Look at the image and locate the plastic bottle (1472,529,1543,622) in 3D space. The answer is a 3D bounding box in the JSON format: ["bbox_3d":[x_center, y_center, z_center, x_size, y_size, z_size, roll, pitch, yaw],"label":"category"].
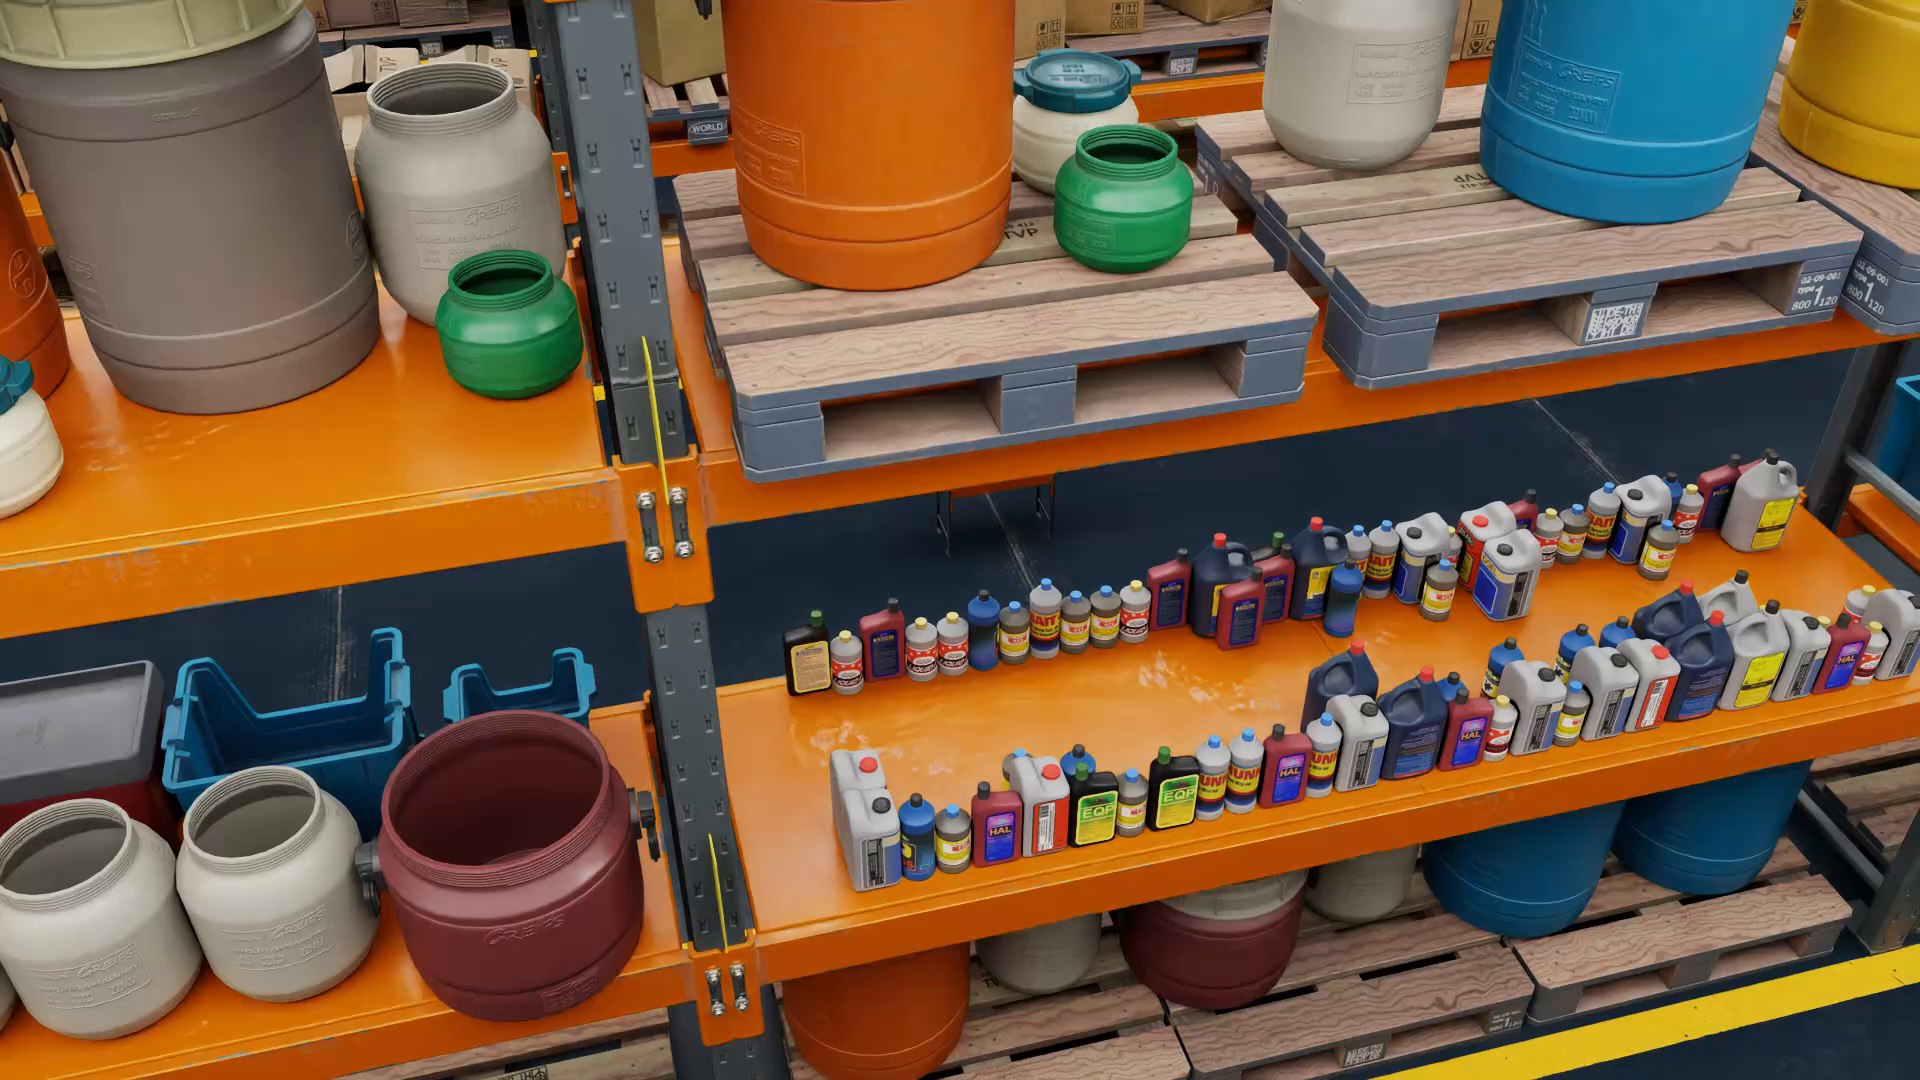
[{"bbox_3d":[1.727,0.103,5.249,0.135,0.276,0.152,-9,38,-12],"label":"plastic bottle"}]

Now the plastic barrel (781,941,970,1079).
[{"bbox_3d":[-0.267,1.209,5.141,0.708,0.830,0.600,-9,38,-12],"label":"plastic barrel"}]

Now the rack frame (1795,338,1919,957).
[{"bbox_3d":[3.127,-0.032,5.323,0.127,3.000,1.000,-9,38,-12],"label":"rack frame"}]

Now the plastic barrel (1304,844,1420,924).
[{"bbox_3d":[1.346,1.015,5.657,0.421,0.512,0.421,0,37,0],"label":"plastic barrel"}]

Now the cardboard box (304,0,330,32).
[{"bbox_3d":[-4.999,-4.138,12.386,0.500,0.500,0.700,-10,38,-12],"label":"cardboard box"}]

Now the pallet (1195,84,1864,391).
[{"bbox_3d":[1.302,-0.786,3.995,1.213,0.211,1.003,-9,38,-12],"label":"pallet"}]

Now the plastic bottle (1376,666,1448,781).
[{"bbox_3d":[1.262,0.500,4.669,0.185,0.351,0.144,-9,38,-12],"label":"plastic bottle"}]

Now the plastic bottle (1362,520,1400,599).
[{"bbox_3d":[1.344,0.055,5.316,0.097,0.271,0.097,0,37,0],"label":"plastic bottle"}]

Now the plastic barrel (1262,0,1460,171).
[{"bbox_3d":[0.938,-1.180,3.897,0.433,0.535,0.433,0,37,0],"label":"plastic barrel"}]

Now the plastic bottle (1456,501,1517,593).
[{"bbox_3d":[1.687,0.014,5.365,0.135,0.276,0.152,-9,38,-12],"label":"plastic bottle"}]

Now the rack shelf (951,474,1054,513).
[{"bbox_3d":[0.160,-0.292,7.581,0.480,0.148,0.258,-9,38,-12],"label":"rack shelf"}]

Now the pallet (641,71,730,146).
[{"bbox_3d":[-1.386,-2.377,8.546,1.003,0.211,1.213,-9,38,-12],"label":"pallet"}]

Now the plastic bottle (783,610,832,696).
[{"bbox_3d":[-0.455,0.334,4.941,0.133,0.283,0.061,-9,38,-12],"label":"plastic bottle"}]

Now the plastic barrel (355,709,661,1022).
[{"bbox_3d":[-1.103,0.799,4.125,0.708,0.536,0.600,-9,38,-12],"label":"plastic barrel"}]

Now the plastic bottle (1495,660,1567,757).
[{"bbox_3d":[1.638,0.465,4.775,0.135,0.276,0.152,-9,38,-12],"label":"plastic bottle"}]

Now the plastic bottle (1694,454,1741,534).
[{"bbox_3d":[2.533,-0.157,5.582,0.133,0.283,0.061,-9,38,-12],"label":"plastic bottle"}]

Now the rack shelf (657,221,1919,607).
[{"bbox_3d":[1.196,-0.621,4.216,4.000,0.370,1.077,-9,38,-12],"label":"rack shelf"}]

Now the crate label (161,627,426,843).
[{"bbox_3d":[-1.764,0.586,4.486,0.616,0.435,0.502,-9,38,-12],"label":"crate label"}]

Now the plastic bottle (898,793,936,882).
[{"bbox_3d":[-0.113,0.771,4.379,0.097,0.271,0.097,0,37,0],"label":"plastic bottle"}]

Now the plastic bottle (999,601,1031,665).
[{"bbox_3d":[0.166,0.276,5.084,0.097,0.201,0.097,0,37,0],"label":"plastic bottle"}]

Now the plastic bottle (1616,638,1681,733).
[{"bbox_3d":[1.991,0.407,4.851,0.135,0.276,0.152,-9,38,-12],"label":"plastic bottle"}]

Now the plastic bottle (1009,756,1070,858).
[{"bbox_3d":[0.214,0.699,4.470,0.135,0.276,0.152,-9,38,-12],"label":"plastic bottle"}]

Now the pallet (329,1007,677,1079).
[{"bbox_3d":[-1.492,1.809,5.211,1.213,0.211,1.003,-9,38,-12],"label":"pallet"}]

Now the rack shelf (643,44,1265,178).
[{"bbox_3d":[-0.091,-2.336,8.926,4.000,0.370,1.077,-9,38,-12],"label":"rack shelf"}]

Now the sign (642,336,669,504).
[{"bbox_3d":[-0.584,-0.227,3.195,0.005,0.325,0.100,-9,38,-12],"label":"sign"}]

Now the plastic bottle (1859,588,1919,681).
[{"bbox_3d":[2.831,0.269,5.031,0.135,0.276,0.152,-9,38,-12],"label":"plastic bottle"}]

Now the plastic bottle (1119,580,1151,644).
[{"bbox_3d":[0.542,0.214,5.165,0.097,0.201,0.097,0,37,0],"label":"plastic bottle"}]

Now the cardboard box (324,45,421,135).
[{"bbox_3d":[-2.936,-2.241,8.284,0.500,0.311,0.500,-10,38,-12],"label":"cardboard box"}]

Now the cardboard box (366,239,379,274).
[{"bbox_3d":[-2.964,-1.288,8.421,0.500,0.311,0.500,-10,39,-13],"label":"cardboard box"}]

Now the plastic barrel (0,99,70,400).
[{"bbox_3d":[-2.215,-0.654,3.314,0.708,0.830,0.600,-9,38,-12],"label":"plastic barrel"}]

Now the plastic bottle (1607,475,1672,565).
[{"bbox_3d":[2.228,-0.075,5.481,0.135,0.276,0.152,-9,38,-12],"label":"plastic bottle"}]

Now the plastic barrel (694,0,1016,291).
[{"bbox_3d":[-0.186,-1.015,3.441,0.708,0.830,0.600,-9,38,-12],"label":"plastic barrel"}]

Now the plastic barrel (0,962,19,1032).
[{"bbox_3d":[-2.489,0.974,3.897,0.433,0.535,0.433,0,37,0],"label":"plastic barrel"}]

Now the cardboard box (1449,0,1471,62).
[{"bbox_3d":[2.403,-2.899,8.988,0.500,0.500,0.500,-8,38,-11],"label":"cardboard box"}]

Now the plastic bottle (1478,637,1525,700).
[{"bbox_3d":[1.587,0.397,4.869,0.097,0.271,0.097,0,37,0],"label":"plastic bottle"}]

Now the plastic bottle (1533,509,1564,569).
[{"bbox_3d":[1.921,-0.012,5.461,0.097,0.201,0.097,0,37,0],"label":"plastic bottle"}]

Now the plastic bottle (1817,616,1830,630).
[{"bbox_3d":[2.582,0.319,5.028,0.097,0.201,0.097,0,37,0],"label":"plastic bottle"}]

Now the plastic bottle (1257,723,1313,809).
[{"bbox_3d":[0.895,0.613,4.576,0.133,0.283,0.061,-9,38,-12],"label":"plastic bottle"}]

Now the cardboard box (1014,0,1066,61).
[{"bbox_3d":[0.150,-2.829,8.551,0.500,0.500,0.700,-19,41,-23],"label":"cardboard box"}]

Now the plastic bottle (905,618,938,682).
[{"bbox_3d":[-0.116,0.322,5.024,0.097,0.201,0.097,0,37,0],"label":"plastic bottle"}]

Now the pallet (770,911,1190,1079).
[{"bbox_3d":[0.016,1.560,5.537,1.213,0.211,1.003,-9,38,-12],"label":"pallet"}]

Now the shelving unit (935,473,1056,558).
[{"bbox_3d":[0.160,-0.503,7.420,0.503,1.200,0.258,-9,38,-12],"label":"shelving unit"}]

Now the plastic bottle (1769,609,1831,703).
[{"bbox_3d":[2.478,0.327,4.956,0.135,0.276,0.152,-9,38,-12],"label":"plastic bottle"}]

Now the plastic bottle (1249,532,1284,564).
[{"bbox_3d":[0.956,0.102,5.244,0.133,0.283,0.061,-9,38,-12],"label":"plastic bottle"}]

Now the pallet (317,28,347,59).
[{"bbox_3d":[-5.248,-3.788,12.528,1.213,0.211,1.003,-9,38,-12],"label":"pallet"}]

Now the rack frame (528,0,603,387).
[{"bbox_3d":[-2.022,-2.304,8.294,0.127,3.000,1.000,-9,38,-12],"label":"rack frame"}]

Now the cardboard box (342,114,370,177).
[{"bbox_3d":[-2.818,-1.900,7.972,0.250,0.149,0.380,-9,38,-12],"label":"cardboard box"}]

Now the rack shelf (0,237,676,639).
[{"bbox_3d":[-2.665,0.013,3.388,4.000,0.370,1.077,-9,38,-12],"label":"rack shelf"}]

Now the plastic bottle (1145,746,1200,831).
[{"bbox_3d":[0.578,0.665,4.508,0.133,0.283,0.061,-9,38,-12],"label":"plastic bottle"}]

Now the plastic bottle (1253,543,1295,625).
[{"bbox_3d":[0.971,0.138,5.197,0.133,0.283,0.061,-9,38,-12],"label":"plastic bottle"}]

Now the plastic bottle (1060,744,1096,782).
[{"bbox_3d":[0.317,0.662,4.521,0.097,0.271,0.097,0,37,0],"label":"plastic bottle"}]

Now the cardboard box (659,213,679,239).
[{"bbox_3d":[-1.508,-1.391,8.795,0.500,0.500,0.500,-8,38,-10],"label":"cardboard box"}]

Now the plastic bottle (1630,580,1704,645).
[{"bbox_3d":[2.109,0.270,4.969,0.185,0.351,0.144,-9,38,-12],"label":"plastic bottle"}]
